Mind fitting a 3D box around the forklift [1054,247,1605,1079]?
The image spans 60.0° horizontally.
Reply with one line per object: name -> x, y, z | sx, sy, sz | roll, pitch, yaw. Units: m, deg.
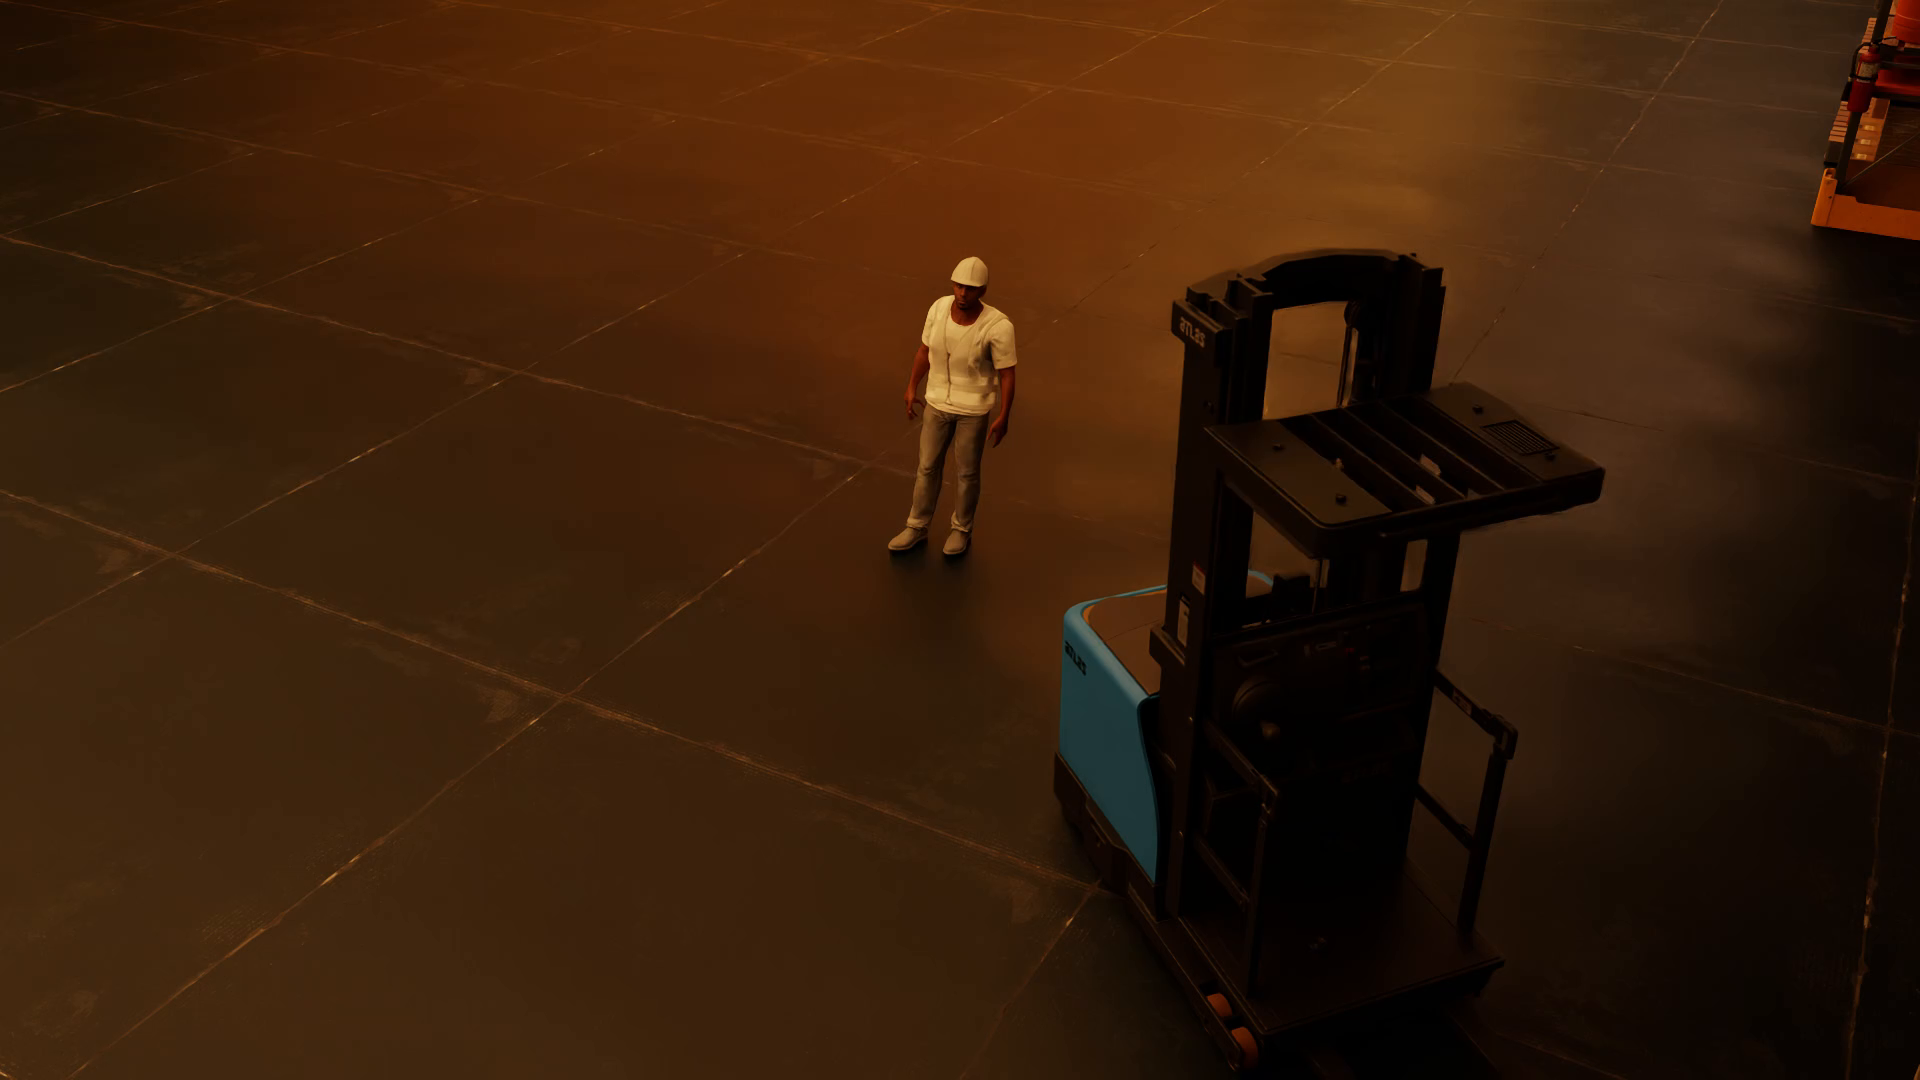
forklift -> 1.450, 0.547, 6.122 | 1.130, 2.935, 3.031 | -11, 32, -18

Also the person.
person -> -0.040, -0.742, 9.507 | 0.642, 1.768, 0.575 | 15, 33, 25
